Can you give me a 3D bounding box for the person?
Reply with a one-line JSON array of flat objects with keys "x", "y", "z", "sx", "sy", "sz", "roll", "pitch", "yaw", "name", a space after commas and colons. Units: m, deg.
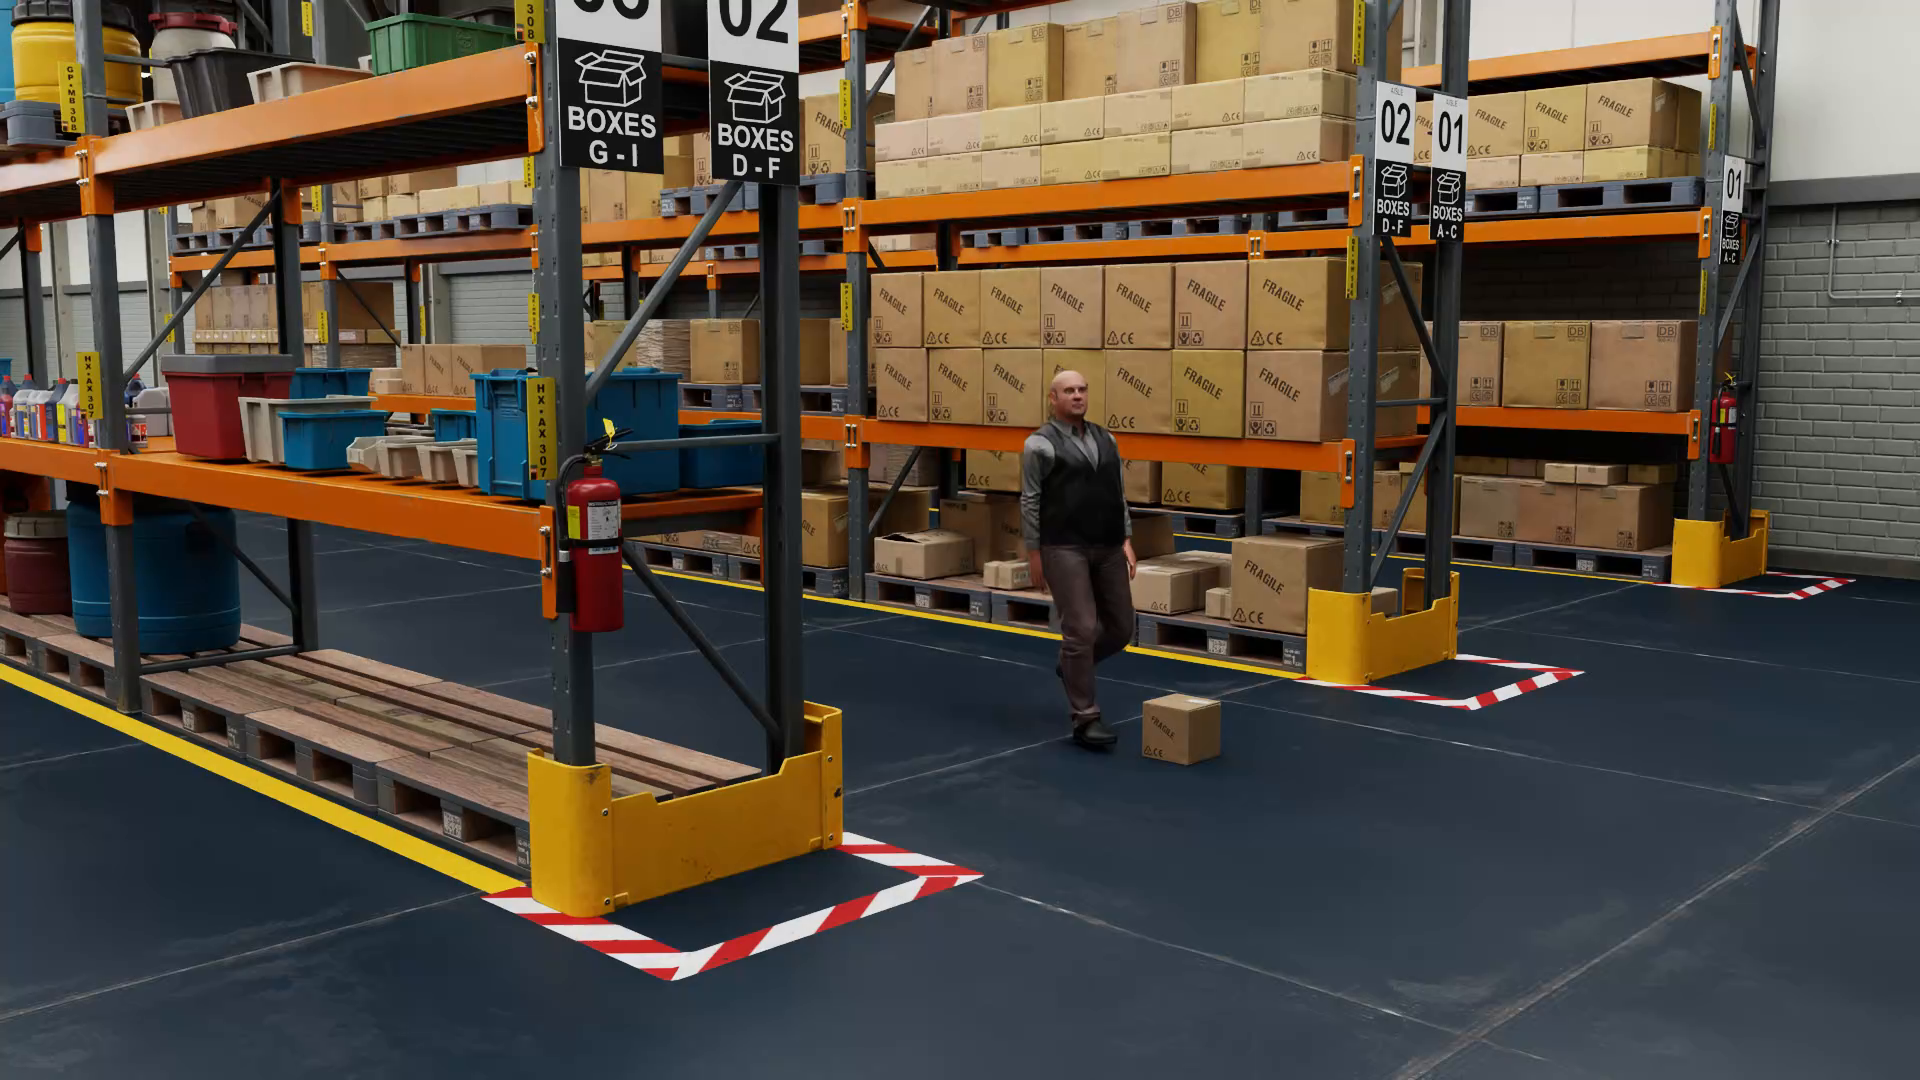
[{"x": 0.577, "y": 0.060, "z": 7.794, "sx": 0.540, "sy": 1.701, "sz": 0.783, "roll": -4, "pitch": 8, "yaw": -32, "name": "person"}]
